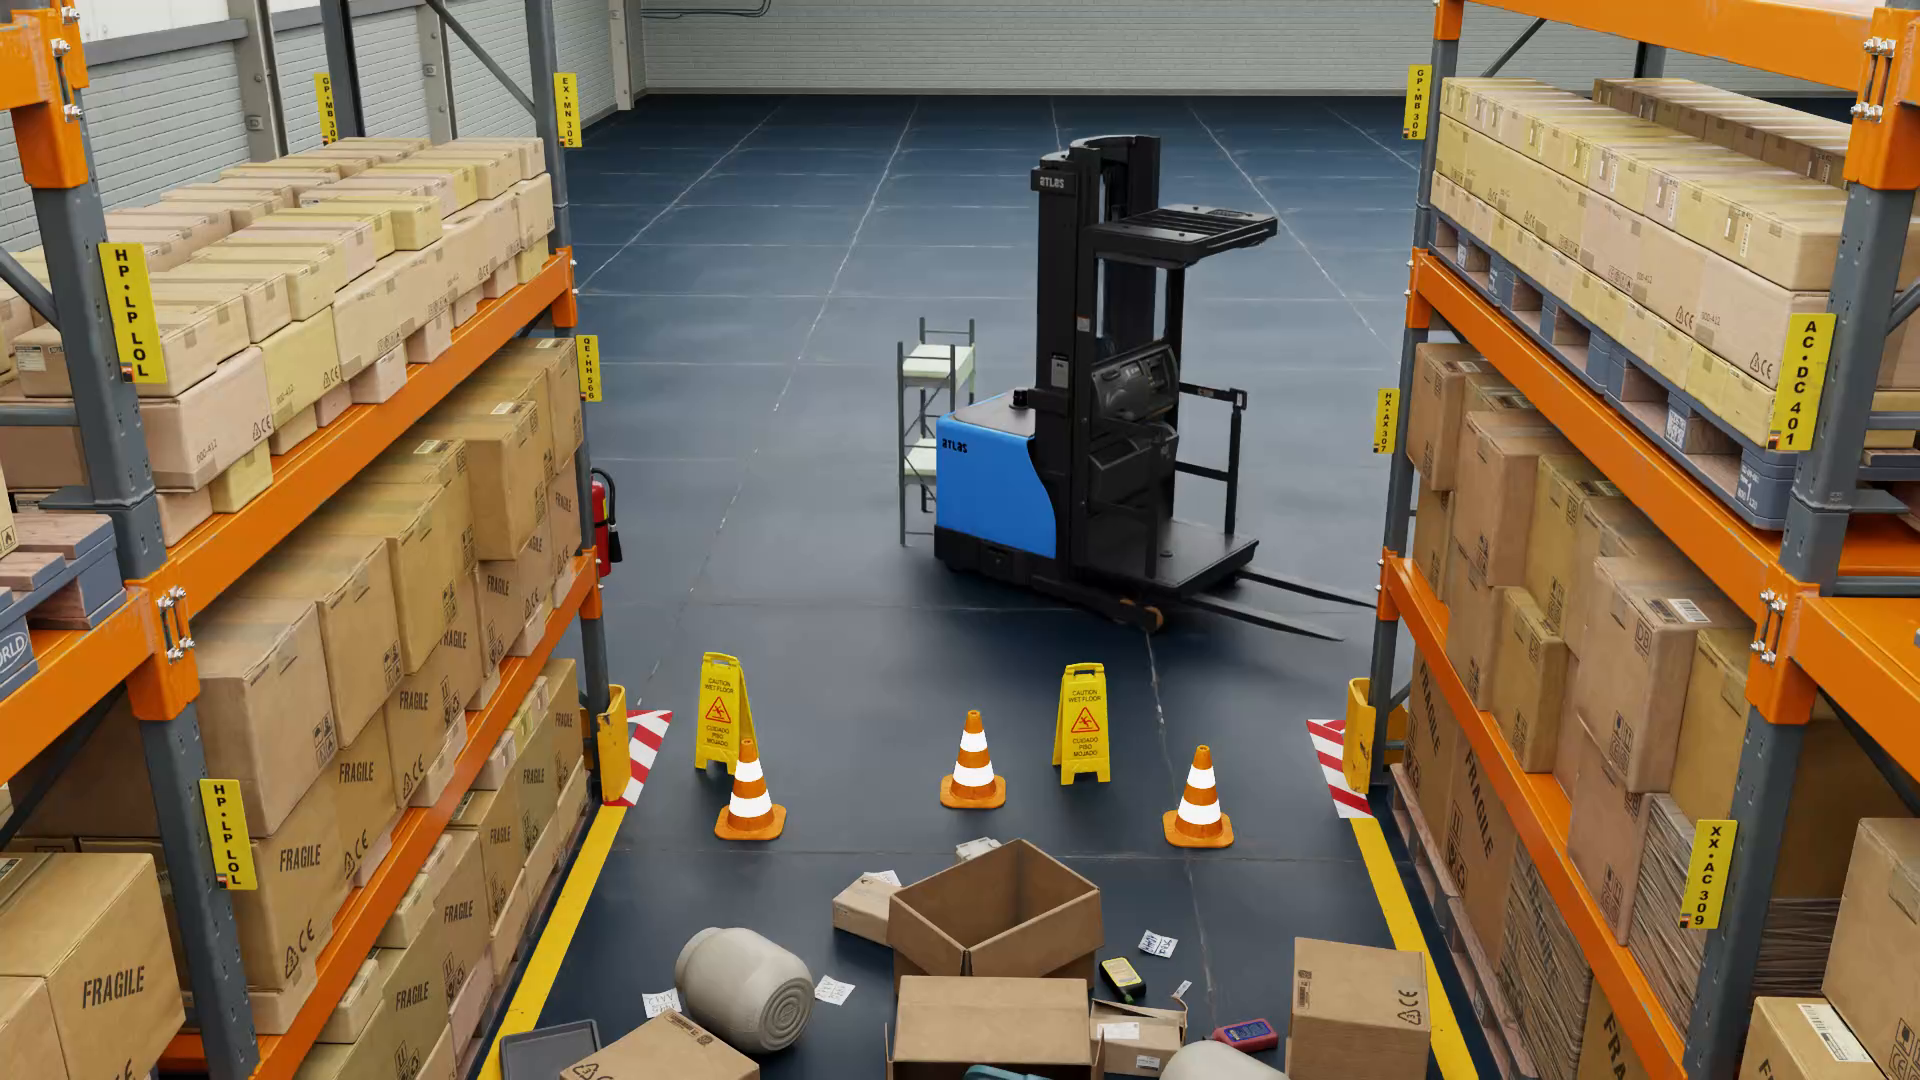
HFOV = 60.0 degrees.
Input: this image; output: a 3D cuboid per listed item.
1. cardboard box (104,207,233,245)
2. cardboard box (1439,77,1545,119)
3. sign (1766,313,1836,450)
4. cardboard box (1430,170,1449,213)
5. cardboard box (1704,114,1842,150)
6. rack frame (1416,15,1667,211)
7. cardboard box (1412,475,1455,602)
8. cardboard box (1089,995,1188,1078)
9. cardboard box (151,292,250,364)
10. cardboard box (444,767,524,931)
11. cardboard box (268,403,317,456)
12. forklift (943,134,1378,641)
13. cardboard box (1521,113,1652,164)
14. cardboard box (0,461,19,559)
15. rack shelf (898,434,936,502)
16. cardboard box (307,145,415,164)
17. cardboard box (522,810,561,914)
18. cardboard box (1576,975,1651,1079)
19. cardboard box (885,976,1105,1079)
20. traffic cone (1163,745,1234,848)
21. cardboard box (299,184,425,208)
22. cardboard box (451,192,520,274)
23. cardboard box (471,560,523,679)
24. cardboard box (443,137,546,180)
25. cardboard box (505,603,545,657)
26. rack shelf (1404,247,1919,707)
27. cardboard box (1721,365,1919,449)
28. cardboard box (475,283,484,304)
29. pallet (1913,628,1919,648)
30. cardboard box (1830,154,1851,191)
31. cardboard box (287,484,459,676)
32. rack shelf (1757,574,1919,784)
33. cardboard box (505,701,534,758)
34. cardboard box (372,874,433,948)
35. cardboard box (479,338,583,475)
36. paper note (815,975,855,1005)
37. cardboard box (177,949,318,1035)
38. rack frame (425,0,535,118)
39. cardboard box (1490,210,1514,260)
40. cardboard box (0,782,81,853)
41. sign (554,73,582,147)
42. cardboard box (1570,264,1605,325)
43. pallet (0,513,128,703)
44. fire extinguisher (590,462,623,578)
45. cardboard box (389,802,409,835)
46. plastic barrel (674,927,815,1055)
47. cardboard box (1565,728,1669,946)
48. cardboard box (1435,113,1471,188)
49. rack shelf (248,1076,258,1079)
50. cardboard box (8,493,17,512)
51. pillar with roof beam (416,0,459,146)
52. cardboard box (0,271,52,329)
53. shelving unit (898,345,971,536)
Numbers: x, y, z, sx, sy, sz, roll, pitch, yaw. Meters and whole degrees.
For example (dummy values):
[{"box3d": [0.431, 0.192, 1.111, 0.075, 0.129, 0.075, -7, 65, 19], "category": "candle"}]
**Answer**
[{"box3d": [-2.707, -1.032, 5.639, 0.380, 0.149, 0.250, 1, 21, 2], "category": "cardboard box"}, {"box3d": [2.294, -1.906, 7.175, 0.380, 0.149, 0.250, 1, 21, 2], "category": "cardboard box"}, {"box3d": [1.946, -0.364, 3.849, 0.100, 0.325, 0.005, 1, 21, 2], "category": "sign"}, {"box3d": [2.292, -1.531, 7.311, 0.380, 0.149, 0.250, 1, 21, 2], "category": "cardboard box"}, {"box3d": [2.912, -1.438, 5.969, 0.380, 0.149, 0.250, 0, 21, 1], "category": "cardboard box"}, {"box3d": [2.623, -2.925, 7.127, 1.000, 3.000, 0.127, 1, 21, 2], "category": "rack frame"}, {"box3d": [2.657, -0.063, 7.838, 0.875, 0.550, 0.550, 1, 21, 2], "category": "cardboard box"}, {"box3d": [0.712, 1.951, 6.634, 0.396, 0.266, 0.258, 4, 22, 11], "category": "cardboard box"}, {"box3d": [-2.135, -0.558, 4.417, 0.380, 0.149, 0.250, 1, 21, 3], "category": "cardboard box"}, {"box3d": [-2.127, 1.254, 6.834, 0.500, 0.500, 0.500, 0, 21, 0], "category": "cardboard box"}, {"box3d": [-2.187, -0.366, 5.026, 0.380, 0.149, 0.250, 1, 21, 3], "category": "cardboard box"}, {"box3d": [1.288, -0.995, 10.541, 3.031, 2.935, 1.121, 16, 26, 35], "category": "forklift"}, {"box3d": [2.254, -1.447, 5.991, 0.380, 0.149, 0.250, 0, 21, 1], "category": "cardboard box"}, {"box3d": [-2.323, -0.011, 3.392, 0.500, 0.250, 0.500, 0, 21, 1], "category": "cardboard box"}, {"box3d": [-0.161, -0.472, 12.073, 0.431, 0.370, 0.720, 4, 22, 10], "category": "rack shelf"}, {"box3d": [-2.535, -1.582, 7.057, 0.380, 0.149, 0.250, 1, 21, 1], "category": "cardboard box"}, {"box3d": [-2.108, 1.422, 7.437, 0.500, 0.250, 0.500, 1, 21, 2], "category": "cardboard box"}, {"box3d": [2.590, 1.886, 5.378, 0.875, 0.875, 0.875, 1, 21, 2], "category": "cardboard box"}, {"box3d": [0.129, 1.956, 6.106, 0.797, 0.637, 0.503, 1, 21, 2], "category": "cardboard box"}, {"box3d": [1.187, 1.231, 8.217, 0.336, 0.463, 0.334, 1, 21, 2], "category": "traffic cone"}, {"box3d": [-2.187, -1.215, 6.111, 0.380, 0.149, 0.250, 0, 21, 0], "category": "cardboard box"}, {"box3d": [-2.104, -1.244, 6.737, 0.500, 0.250, 0.500, 0, 21, 1], "category": "cardboard box"}, {"box3d": [-2.108, 0.230, 6.741, 0.500, 0.500, 0.500, 1, 21, 1], "category": "cardboard box"}, {"box3d": [-2.043, -1.674, 7.294, 0.380, 0.149, 0.250, 1, 21, 2], "category": "cardboard box"}, {"box3d": [-2.029, 0.387, 7.231, 0.380, 0.149, 0.250, 1, 21, 3], "category": "cardboard box"}, {"box3d": [2.562, -0.468, 5.936, 1.077, 0.370, 4.000, 1, 21, 2], "category": "rack shelf"}, {"box3d": [2.192, -0.341, 4.243, 0.380, 0.149, 0.250, 1, 21, 1], "category": "cardboard box"}, {"box3d": [-2.151, -1.018, 6.708, 0.380, 0.149, 0.250, 1, 21, 2], "category": "cardboard box"}, {"box3d": [2.522, 0.341, 3.122, 0.805, 0.209, 1.217, 0, 21, -1], "category": "pallet"}, {"box3d": [2.881, -1.074, 5.030, 0.380, 0.149, 0.250, 1, 21, 2], "category": "cardboard box"}, {"box3d": [-2.140, 0.126, 5.625, 0.700, 0.500, 0.500, 0, 21, 0], "category": "cardboard box"}, {"box3d": [2.440, 0.978, 2.209, 1.077, 0.370, 4.000, 1, 21, 2], "category": "rack shelf"}, {"box3d": [-2.047, 0.805, 7.095, 0.380, 0.149, 0.250, 1, 21, 3], "category": "cardboard box"}, {"box3d": [-2.085, 1.294, 5.836, 0.380, 0.149, 0.250, 1, 21, 4], "category": "cardboard box"}, {"box3d": [-2.126, -0.610, 7.524, 0.700, 0.500, 0.500, 0, 21, 0], "category": "cardboard box"}, {"box3d": [-0.543, 1.913, 7.073, 0.148, 0.019, 0.142, 8, 23, 20], "category": "paper note"}, {"box3d": [-2.120, 1.307, 4.861, 0.380, 0.149, 0.250, 1, 21, 1], "category": "cardboard box"}, {"box3d": [-2.332, -2.943, 7.174, 0.949, 2.616, 0.053, 1, 21, 2], "category": "rack frame"}, {"box3d": [2.261, -1.166, 6.370, 0.380, 0.149, 0.250, 1, 21, 2], "category": "cardboard box"}, {"box3d": [-2.685, 0.951, 4.881, 0.500, 0.500, 0.500, 0, 21, 0], "category": "cardboard box"}, {"box3d": [-1.774, -1.944, 7.522, 0.100, 0.325, 0.005, 1, 21, 2], "category": "sign"}, {"box3d": [2.229, -0.801, 5.430, 0.380, 0.149, 0.250, 0, 21, 1], "category": "cardboard box"}, {"box3d": [-2.575, 0.211, 3.451, 1.213, 0.211, 1.003, 1, 21, 2], "category": "pallet"}, {"box3d": [-1.864, -0.146, 8.366, 0.296, 0.674, 0.183, 1, 21, 2], "category": "fire extinguisher"}, {"box3d": [-2.167, 0.933, 5.825, 0.380, 0.149, 0.250, 1, 21, 1], "category": "cardboard box"}, {"box3d": [-0.878, 1.818, 6.757, 0.512, 0.421, 0.421, 18, 27, 38], "category": "plastic barrel"}, {"box3d": [2.494, 0.915, 5.315, 0.875, 0.550, 0.550, 1, 21, 2], "category": "cardboard box"}, {"box3d": [2.351, -1.666, 7.107, 0.500, 0.250, 0.500, 1, 21, 2], "category": "cardboard box"}, {"box3d": [-2.511, 2.359, 2.798, 1.077, 0.370, 4.000, 1, 21, 2], "category": "rack shelf"}, {"box3d": [-2.650, -0.189, 4.570, 0.380, 0.149, 0.250, 1, 21, 2], "category": "cardboard box"}, {"box3d": [-3.361, -9.215, 23.339, 9.100, 9.000, 0.400, 1, 21, 2], "category": "pillar with roof beam"}, {"box3d": [-2.630, -0.658, 4.676, 0.380, 0.149, 0.250, 1, 21, 3], "category": "cardboard box"}, {"box3d": [-0.162, -0.774, 11.950, 0.431, 1.308, 0.731, 4, 22, 10], "category": "shelving unit"}]
